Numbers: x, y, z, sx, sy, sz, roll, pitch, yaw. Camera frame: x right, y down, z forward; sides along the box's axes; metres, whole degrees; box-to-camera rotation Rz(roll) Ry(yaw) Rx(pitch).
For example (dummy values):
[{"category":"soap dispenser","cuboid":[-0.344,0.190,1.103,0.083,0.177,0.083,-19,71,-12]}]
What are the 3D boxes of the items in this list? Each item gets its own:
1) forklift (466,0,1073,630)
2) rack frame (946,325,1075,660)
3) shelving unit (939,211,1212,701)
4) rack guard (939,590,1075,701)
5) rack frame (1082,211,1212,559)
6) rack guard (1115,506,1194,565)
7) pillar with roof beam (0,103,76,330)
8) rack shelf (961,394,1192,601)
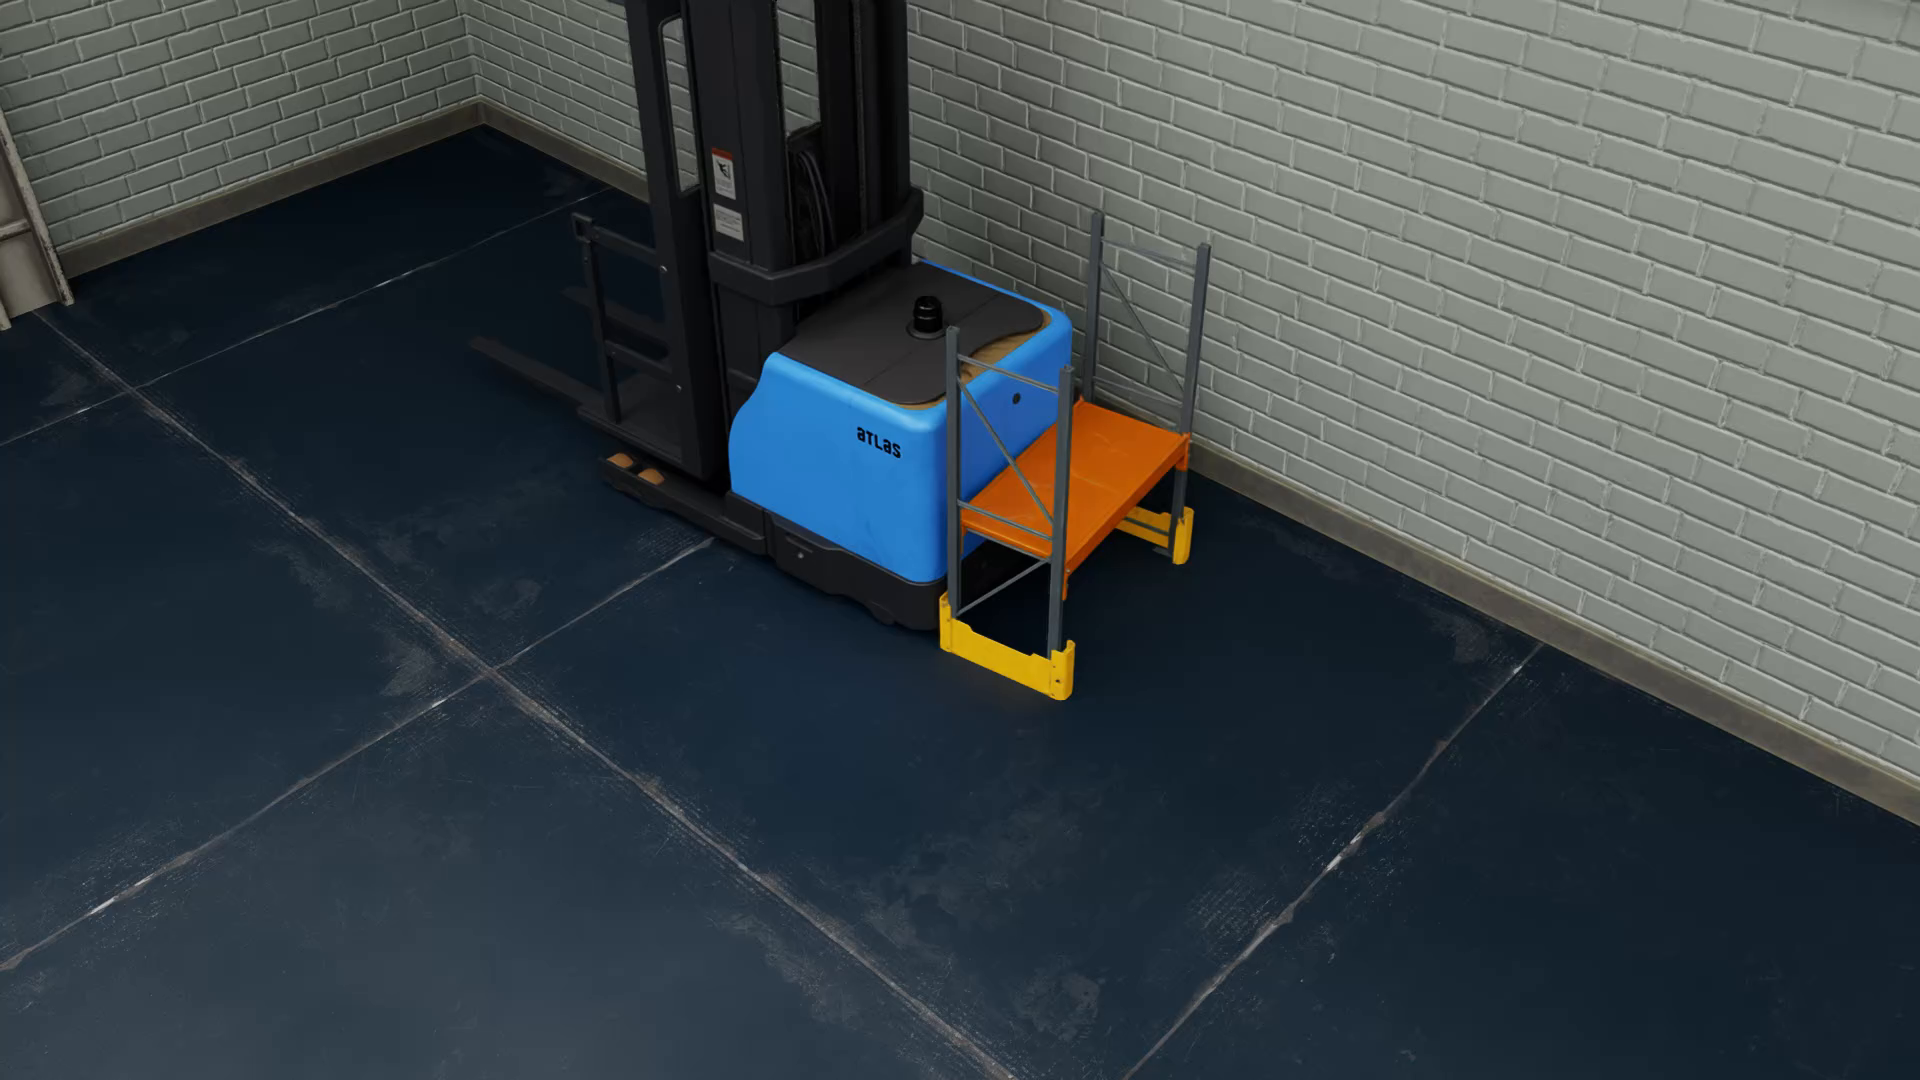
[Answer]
[{"category":"forklift","cuboid":[-1.009,-1.534,6.824,3.031,2.935,1.130,26,45,29]},{"category":"rack frame","cuboid":[0.168,-0.067,6.129,0.500,1.500,0.032,22,44,25]},{"category":"shelving unit","cuboid":[0.452,-0.336,6.468,0.587,1.500,1.083,22,44,25]},{"category":"rack guard","cuboid":[0.179,0.412,6.531,0.587,0.250,0.087,22,44,25]},{"category":"rack frame","cuboid":[0.726,-0.596,6.794,0.500,1.500,0.032,22,44,25]},{"category":"rack guard","cuboid":[0.725,-0.106,7.183,0.587,0.250,0.087,22,44,25]},{"category":"pillar with roof beam","cuboid":[-1.768,-2.953,3.734,9.100,9.000,0.400,30,47,32]},{"category":"rack shelf","cuboid":[0.447,-0.191,6.574,0.538,0.185,1.000,22,44,25]}]
